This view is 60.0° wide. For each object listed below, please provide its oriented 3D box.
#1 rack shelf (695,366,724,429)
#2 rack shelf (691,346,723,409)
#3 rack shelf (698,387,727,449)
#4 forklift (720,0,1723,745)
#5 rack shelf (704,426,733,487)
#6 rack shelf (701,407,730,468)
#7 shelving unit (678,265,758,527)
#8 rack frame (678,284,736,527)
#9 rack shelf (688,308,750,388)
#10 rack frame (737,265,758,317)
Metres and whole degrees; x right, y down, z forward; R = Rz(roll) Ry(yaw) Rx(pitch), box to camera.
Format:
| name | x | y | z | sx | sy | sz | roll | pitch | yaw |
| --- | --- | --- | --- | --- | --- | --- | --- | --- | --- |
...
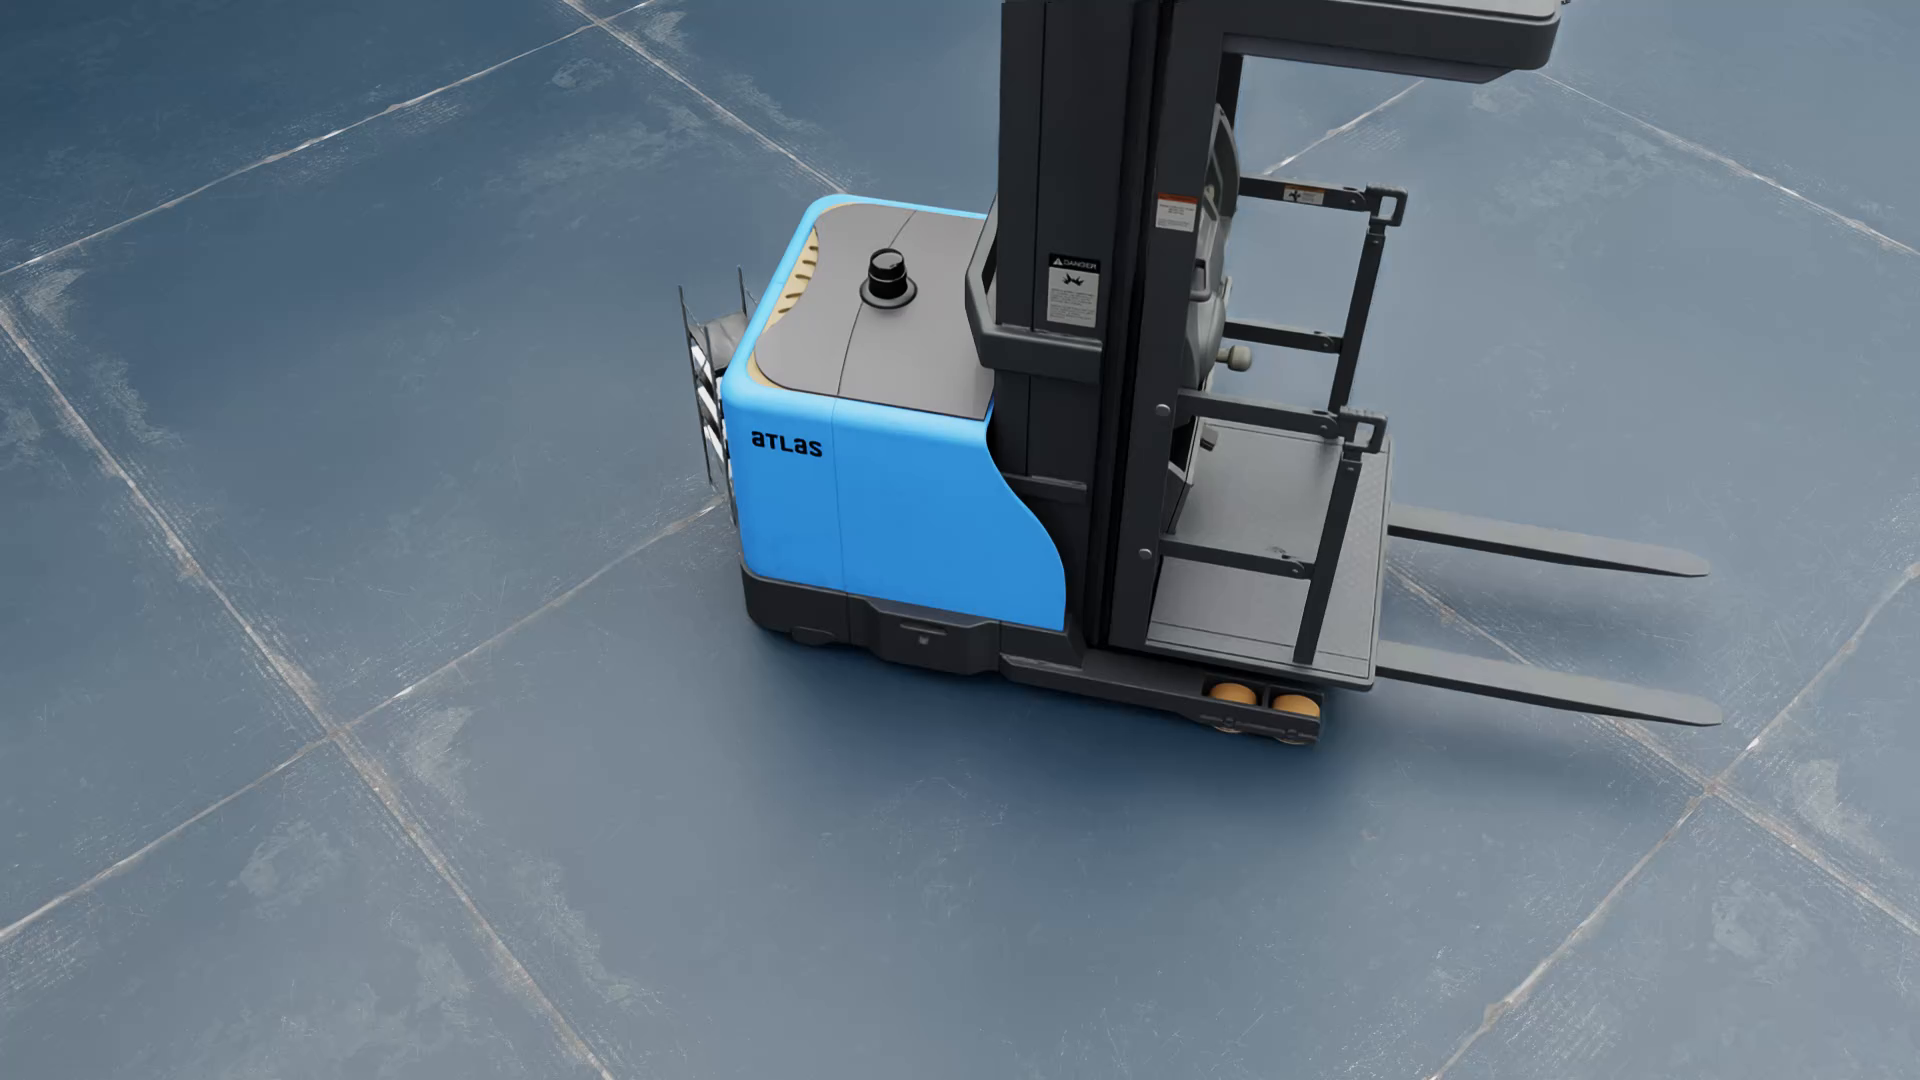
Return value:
| name | x | y | z | sx | sy | sz | roll | pitch | yaw |
| --- | --- | --- | --- | --- | --- | --- | --- | --- | --- |
| rack shelf | -0.747 | -0.503 | 5.525 | 0.200 | 0.077 | 0.258 | -21 | 51 | -18 |
| rack shelf | -0.747 | -0.564 | 5.458 | 0.200 | 0.077 | 0.258 | -21 | 51 | -18 |
| rack shelf | -0.747 | -0.442 | 5.591 | 0.200 | 0.077 | 0.258 | -21 | 51 | -18 |
| forklift | 0.873 | -0.792 | 4.487 | 3.031 | 2.935 | 1.130 | 10 | 48 | 9 |
| rack shelf | -0.747 | -0.320 | 5.723 | 0.200 | 0.077 | 0.258 | -21 | 51 | -18 |
| rack shelf | -0.747 | -0.381 | 5.657 | 0.200 | 0.077 | 0.258 | -21 | 51 | -18 |
| shelving unit | -0.747 | -0.464 | 5.566 | 0.210 | 0.900 | 0.258 | -21 | 51 | -18 |
| rack frame | -0.837 | -0.430 | 5.534 | 0.006 | 0.900 | 0.240 | -21 | 51 | -18 |
| rack shelf | -0.747 | -0.625 | 5.392 | 0.200 | 0.077 | 0.258 | -21 | 51 | -18 |
| rack frame | -0.657 | -0.499 | 5.598 | 0.006 | 0.900 | 0.240 | -21 | 51 | -18 |
